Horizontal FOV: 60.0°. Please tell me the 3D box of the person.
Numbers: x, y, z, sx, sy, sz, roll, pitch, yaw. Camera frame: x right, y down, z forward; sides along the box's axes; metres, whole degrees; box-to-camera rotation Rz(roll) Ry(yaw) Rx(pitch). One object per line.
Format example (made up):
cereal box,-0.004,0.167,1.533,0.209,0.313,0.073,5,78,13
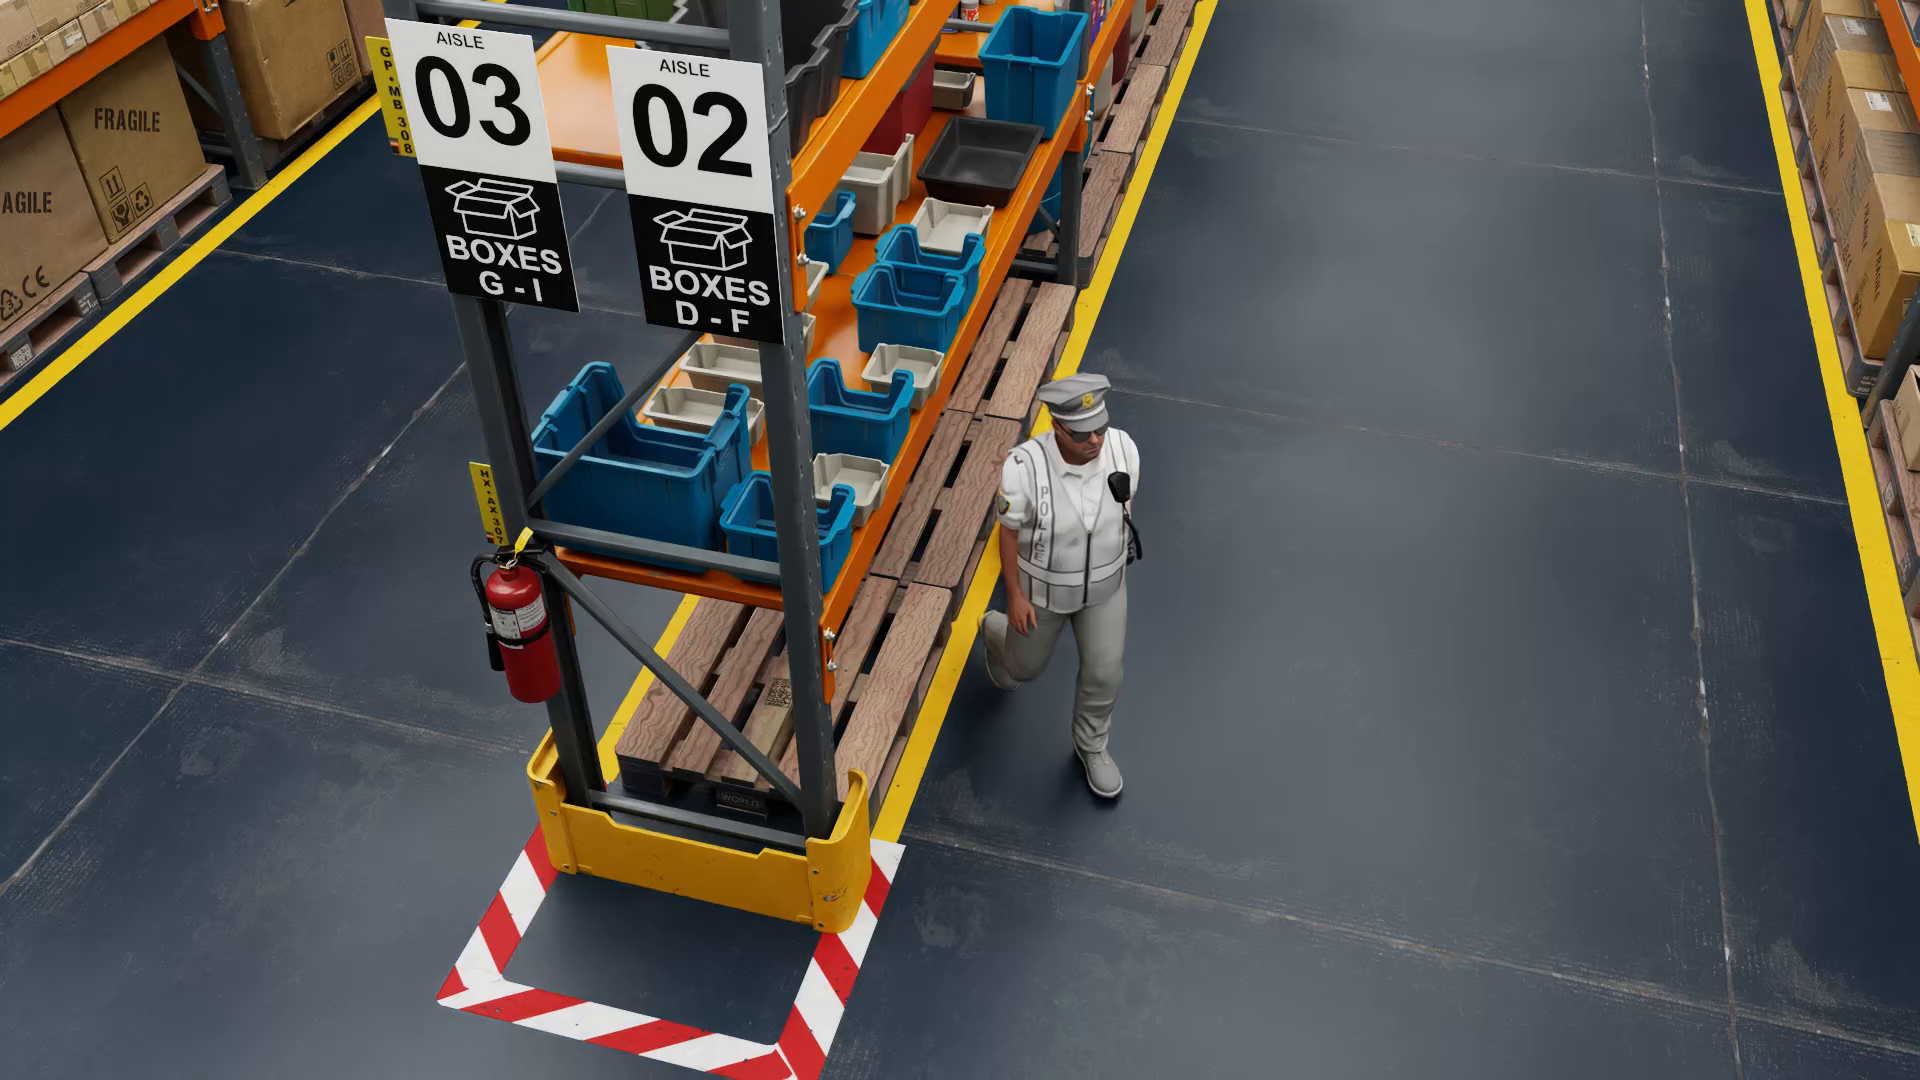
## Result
person,0.372,0.081,6.028,0.523,1.738,0.854,-10,42,-11
